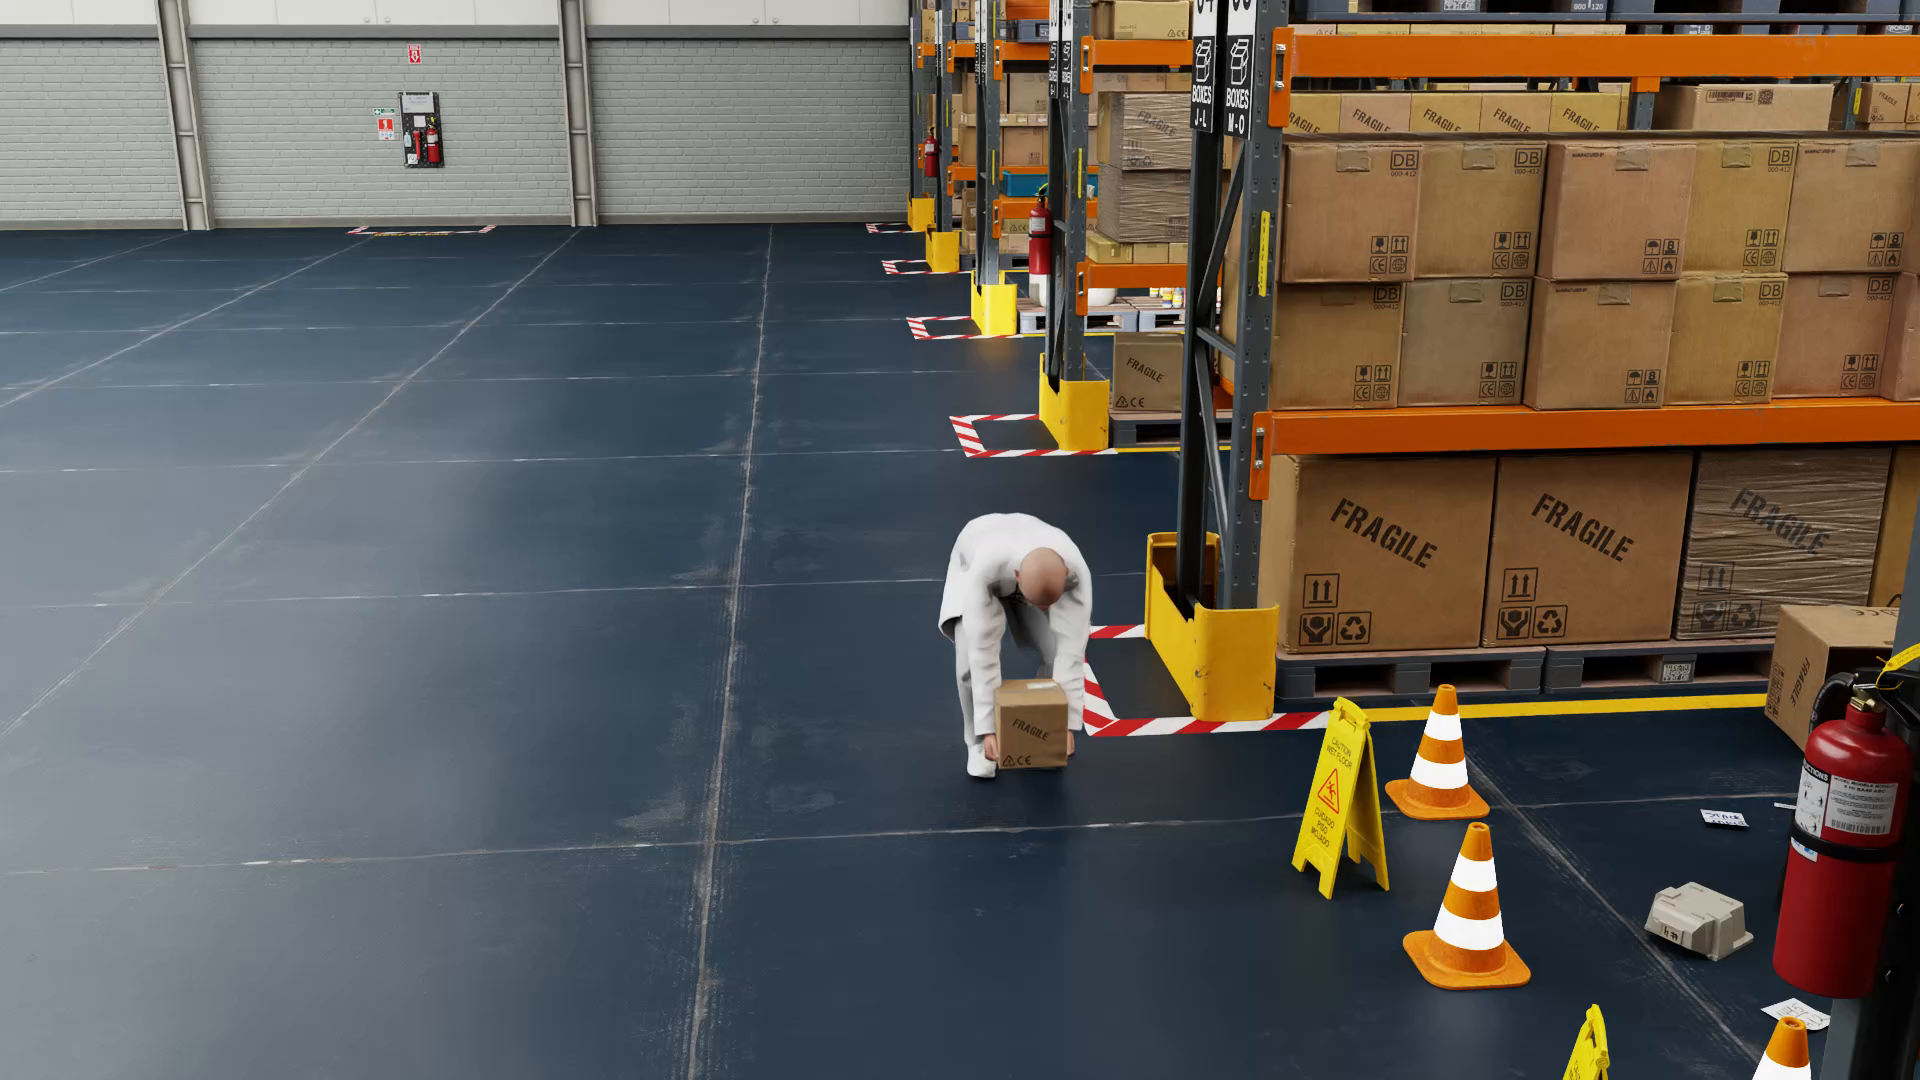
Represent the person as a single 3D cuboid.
[{"bbox_3d":[0.223,0.427,6.411,0.584,1.046,0.943,-3,17,-9],"label":"person"}]
